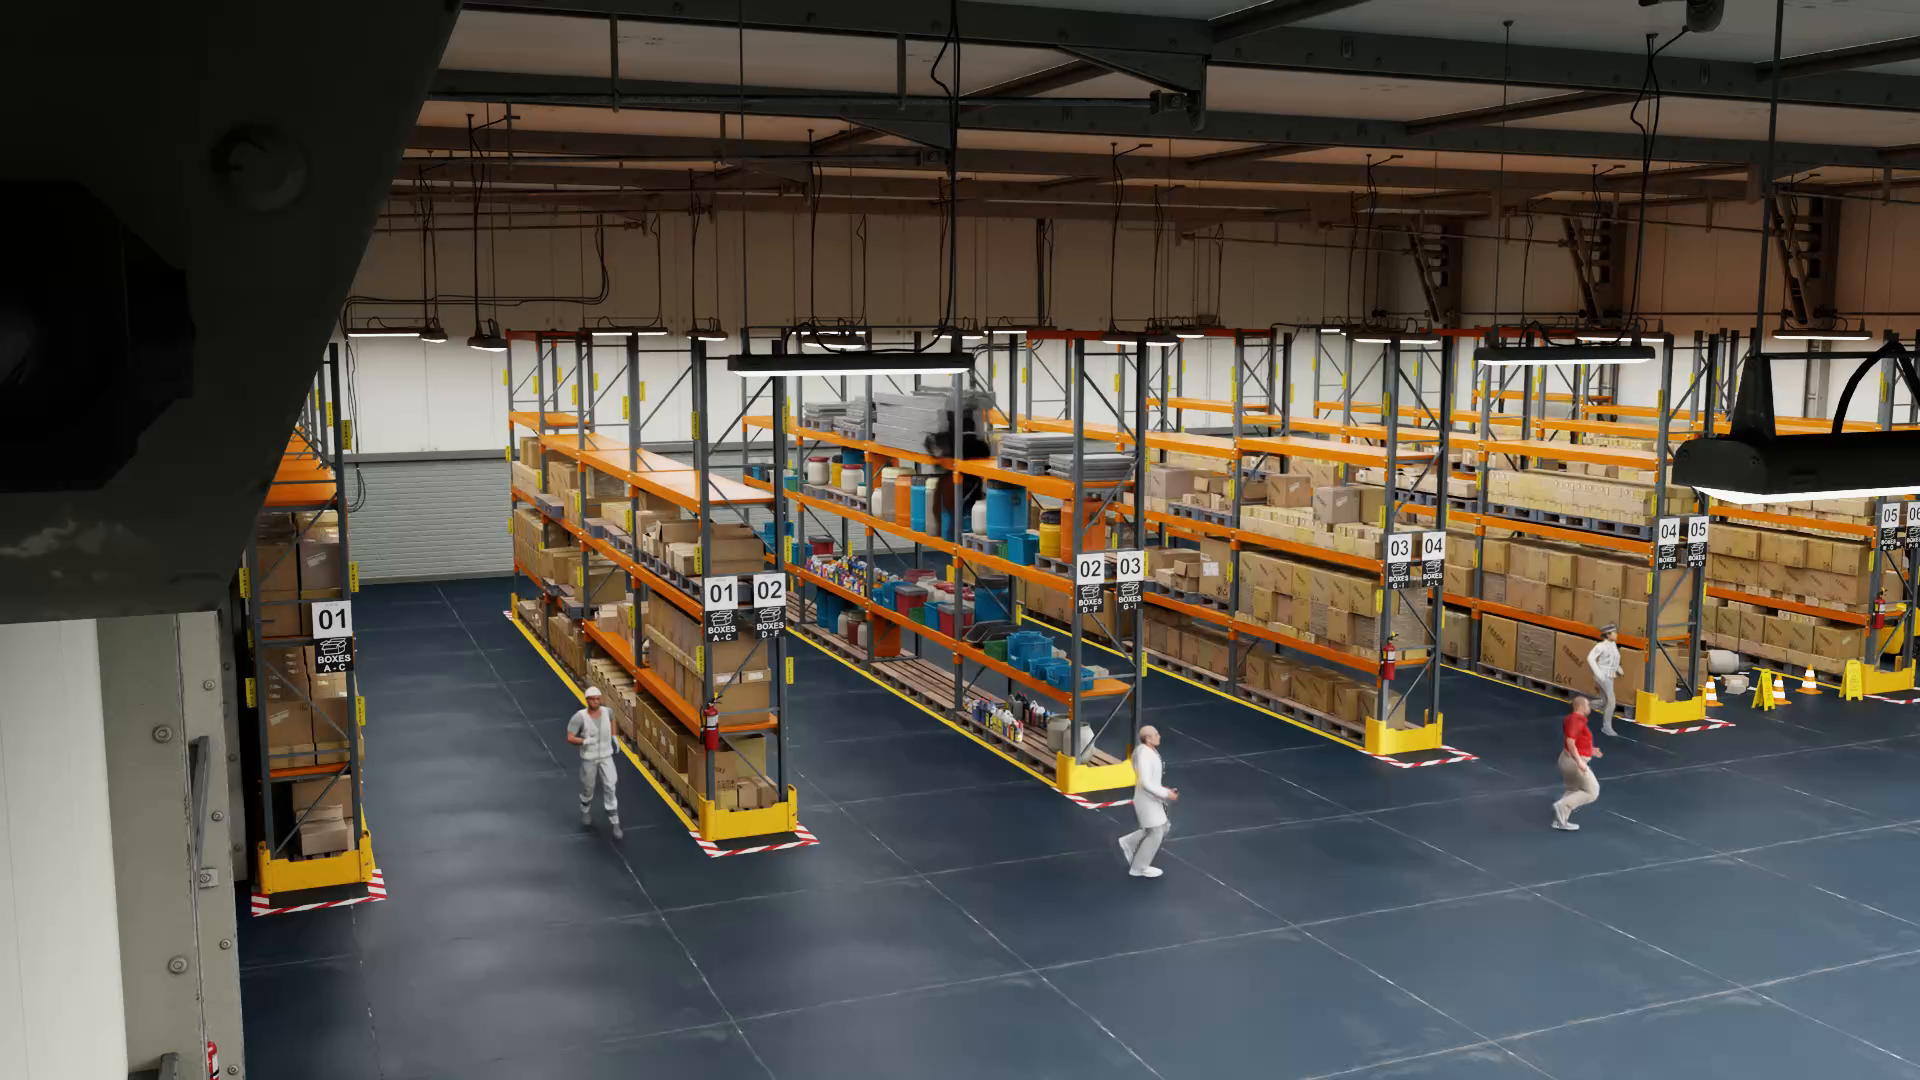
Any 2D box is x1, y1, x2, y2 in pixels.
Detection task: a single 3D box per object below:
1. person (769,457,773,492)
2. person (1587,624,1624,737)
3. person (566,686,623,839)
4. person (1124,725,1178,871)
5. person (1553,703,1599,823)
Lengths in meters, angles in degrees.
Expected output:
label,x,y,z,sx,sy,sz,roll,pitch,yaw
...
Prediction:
label,x,y,z,sx,sy,sz,roll,pitch,yaw
person,7.896,0.795,29.024,28.859,3.178,2.455,4,9,29
person,9.784,2.103,25.305,0.652,1.688,0.737,-8,11,-44
person,-4.449,2.661,20.237,0.683,1.808,0.926,-4,9,-26
person,2.151,2.902,18.724,0.602,1.669,0.759,1,8,6
person,7.567,2.738,20.384,0.495,1.515,0.631,1,8,5
